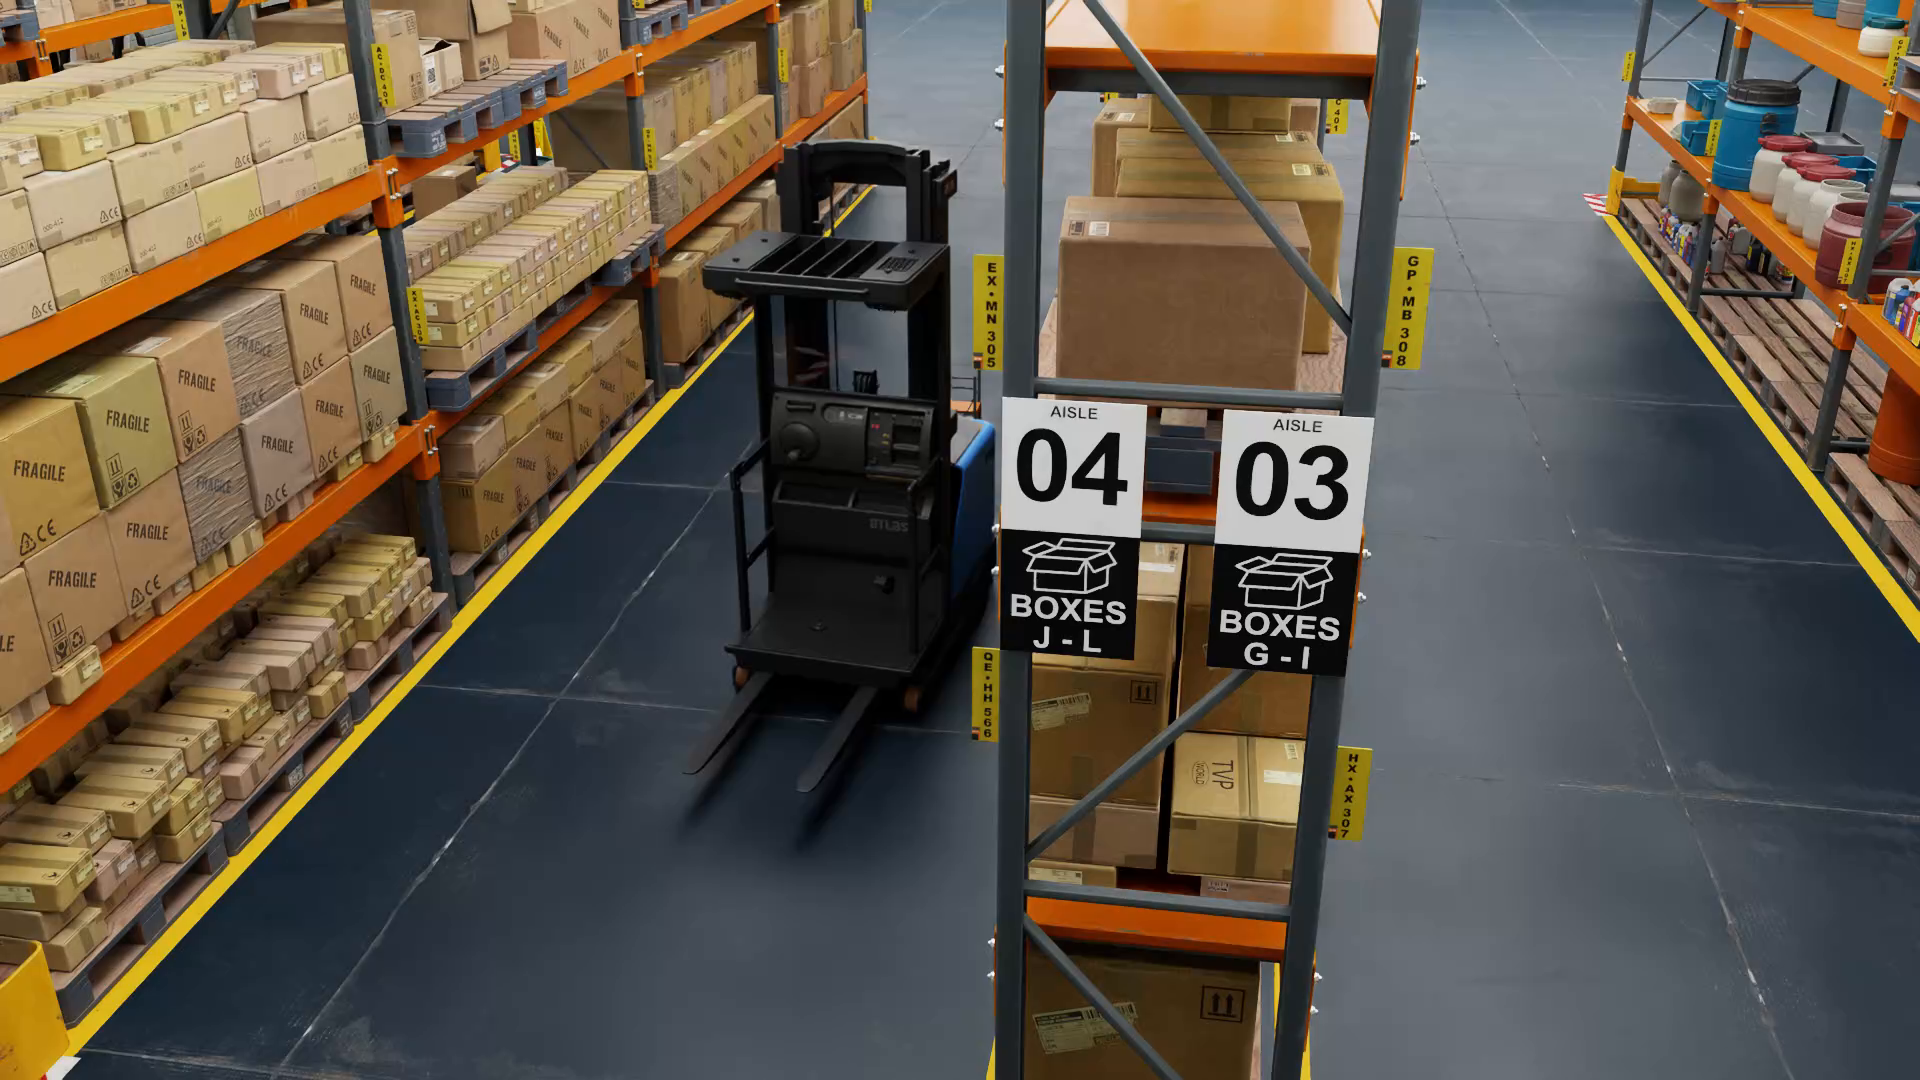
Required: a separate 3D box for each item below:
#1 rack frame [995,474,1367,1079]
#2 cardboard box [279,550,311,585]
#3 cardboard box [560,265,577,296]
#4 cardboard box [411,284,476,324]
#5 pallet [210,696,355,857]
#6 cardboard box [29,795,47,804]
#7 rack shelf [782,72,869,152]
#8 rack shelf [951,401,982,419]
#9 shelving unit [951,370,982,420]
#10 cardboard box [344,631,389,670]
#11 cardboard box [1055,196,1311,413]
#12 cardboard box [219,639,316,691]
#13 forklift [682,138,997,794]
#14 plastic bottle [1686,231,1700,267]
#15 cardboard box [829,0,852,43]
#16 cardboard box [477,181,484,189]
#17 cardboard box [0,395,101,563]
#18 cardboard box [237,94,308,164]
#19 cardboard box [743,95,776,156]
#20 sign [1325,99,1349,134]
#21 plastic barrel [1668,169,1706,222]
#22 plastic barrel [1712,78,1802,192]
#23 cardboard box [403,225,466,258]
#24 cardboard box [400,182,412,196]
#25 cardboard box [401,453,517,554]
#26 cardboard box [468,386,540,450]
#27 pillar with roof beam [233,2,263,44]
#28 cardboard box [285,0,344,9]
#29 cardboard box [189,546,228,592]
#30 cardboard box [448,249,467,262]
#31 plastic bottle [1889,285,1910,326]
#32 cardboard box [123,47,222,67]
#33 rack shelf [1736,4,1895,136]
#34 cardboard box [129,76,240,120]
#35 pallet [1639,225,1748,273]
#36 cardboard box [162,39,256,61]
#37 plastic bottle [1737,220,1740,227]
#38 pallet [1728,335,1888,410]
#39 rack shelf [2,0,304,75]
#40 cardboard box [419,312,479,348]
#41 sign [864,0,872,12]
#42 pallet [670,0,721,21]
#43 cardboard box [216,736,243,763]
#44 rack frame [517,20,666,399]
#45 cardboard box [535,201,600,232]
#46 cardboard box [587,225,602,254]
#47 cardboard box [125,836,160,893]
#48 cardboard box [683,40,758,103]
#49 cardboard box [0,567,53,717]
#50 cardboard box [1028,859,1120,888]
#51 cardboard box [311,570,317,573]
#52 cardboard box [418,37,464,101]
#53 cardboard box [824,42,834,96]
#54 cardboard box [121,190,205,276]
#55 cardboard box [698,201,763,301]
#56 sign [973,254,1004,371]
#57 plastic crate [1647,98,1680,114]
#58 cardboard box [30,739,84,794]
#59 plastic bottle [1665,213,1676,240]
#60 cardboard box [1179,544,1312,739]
[{"bbox_3d":[0.619,1.148,5.260,1.000,3.000,0.127,4,25,9],"label":"rack frame"},{"bbox_3d":[-3.968,0.161,9.533,0.380,0.149,0.250,5,26,11],"label":"cardboard box"},{"bbox_3d":[-2.834,-1.772,11.299,0.380,0.149,0.250,3,25,6],"label":"cardboard box"},{"bbox_3d":[-3.086,-1.390,9.780,0.380,0.149,0.250,5,26,11],"label":"cardboard box"},{"bbox_3d":[-3.876,1.147,8.551,1.003,0.211,1.213,4,25,9],"label":"pallet"},{"bbox_3d":[-4.370,1.270,7.515,0.380,0.149,0.250,3,25,6],"label":"cardboard box"},{"bbox_3d":[-1.970,-4.768,18.746,1.077,0.370,4.000,4,25,9],"label":"rack shelf"},{"bbox_3d":[0.002,-0.835,10.875,0.258,0.103,0.180,4,25,9],"label":"rack shelf"},{"bbox_3d":[0.002,-0.549,11.009,0.258,1.200,0.189,4,25,9],"label":"shelving unit"},{"bbox_3d":[-3.437,0.595,9.307,0.380,0.149,0.250,3,25,7],"label":"cardboard box"},{"bbox_3d":[0.651,-0.713,4.965,0.700,0.500,0.500,3,25,5],"label":"cardboard box"},{"bbox_3d":[-3.546,0.638,8.515,0.380,0.149,0.250,3,25,7],"label":"cardboard box"},{"bbox_3d":[-0.654,-0.551,8.970,1.130,2.935,3.031,7,26,14],"label":"forklift"},{"bbox_3d":[7.319,-2.897,16.507,0.144,0.351,0.185,3,25,6],"label":"plastic bottle"},{"bbox_3d":[-1.741,-6.098,19.289,0.875,0.550,0.550,4,25,9],"label":"cardboard box"},{"bbox_3d":[-5.679,-3.781,18.734,0.500,0.500,0.500,-20,32,-36],"label":"cardboard box"},{"bbox_3d":[-3.846,-0.252,6.602,0.500,0.500,0.500,5,26,10],"label":"cardboard box"},{"bbox_3d":[-3.525,-2.001,8.035,0.500,0.250,0.500,3,25,6],"label":"cardboard box"},{"bbox_3d":[-2.118,-4.066,16.279,0.500,0.500,0.500,4,25,8],"label":"cardboard box"},{"bbox_3d":[1.820,-2.116,7.991,0.100,0.325,0.005,4,25,9],"label":"sign"},{"bbox_3d":[8.006,-3.774,18.214,0.421,0.512,0.421,0,25,0],"label":"plastic barrel"},{"bbox_3d":[7.104,-3.614,14.842,0.600,0.901,0.708,4,25,9],"label":"plastic barrel"},{"bbox_3d":[-3.517,-1.984,11.049,0.380,0.149,0.250,3,25,6],"label":"cardboard box"},{"bbox_3d":[-6.674,-4.177,19.383,0.500,0.250,0.500,4,25,8],"label":"cardboard box"},{"bbox_3d":[-3.222,-0.260,10.720,0.500,0.500,0.500,5,26,11],"label":"cardboard box"},{"bbox_3d":[-3.138,-0.823,11.038,0.500,0.250,0.500,5,25,10],"label":"cardboard box"},{"bbox_3d":[-7.216,-11.273,24.718,9.100,9.000,0.400,4,25,9],"label":"pillar with roof beam"},{"bbox_3d":[-6.806,-5.572,17.967,0.700,0.500,0.500,4,25,9],"label":"cardboard box"},{"bbox_3d":[-3.677,0.107,7.780,0.380,0.149,0.250,5,26,10],"label":"cardboard box"},{"bbox_3d":[-3.522,-1.854,11.123,0.380,0.149,0.250,4,25,9],"label":"cardboard box"},{"bbox_3d":[6.377,-1.592,11.264,0.097,0.271,0.097,0,25,0],"label":"plastic bottle"},{"bbox_3d":[-3.968,-2.392,8.401,0.380,0.149,0.250,3,25,6],"label":"cardboard box"},{"bbox_3d":[7.140,-3.724,12.979,1.077,0.370,4.000,4,25,9],"label":"rack shelf"},{"bbox_3d":[-3.548,-2.022,7.611,0.380,0.149,0.250,3,25,6],"label":"cardboard box"},{"bbox_3d":[7.814,-3.055,17.527,1.003,0.211,1.213,4,25,9],"label":"pallet"},{"bbox_3d":[-3.891,-2.504,8.640,0.380,0.149,0.250,4,25,8],"label":"cardboard box"},{"bbox_3d":[8.184,-3.265,17.380,0.152,0.276,0.135,4,25,9],"label":"plastic bottle"},{"bbox_3d":[7.179,-1.422,14.039,1.003,0.211,1.213,4,25,9],"label":"pallet"},{"bbox_3d":[-7.523,-4.754,15.178,1.077,0.370,4.000,4,25,9],"label":"rack shelf"},{"bbox_3d":[-3.086,-1.255,9.843,0.380,0.149,0.250,4,25,9],"label":"cardboard box"},{"bbox_3d":[-1.110,-6.518,19.992,0.100,0.325,0.005,4,25,9],"label":"sign"},{"bbox_3d":[-2.718,-4.598,14.219,1.003,0.211,1.213,5,26,11],"label":"pallet"},{"bbox_3d":[-3.764,0.974,8.148,0.380,0.149,0.250,5,26,11],"label":"cardboard box"},{"bbox_3d":[-2.950,-2.584,13.232,1.000,3.000,0.127,4,25,9],"label":"rack frame"},{"bbox_3d":[-2.749,-2.266,11.653,0.380,0.149,0.250,4,25,9],"label":"cardboard box"},{"bbox_3d":[-2.749,-2.127,11.705,0.380,0.149,0.250,4,25,8],"label":"cardboard box"},{"bbox_3d":[-3.861,1.446,7.489,0.380,0.149,0.250,4,25,9],"label":"cardboard box"},{"bbox_3d":[-2.372,-4.547,16.129,0.700,0.500,0.500,4,25,8],"label":"cardboard box"},{"bbox_3d":[-3.912,0.413,6.360,0.500,0.500,0.500,5,26,11],"label":"cardboard box"},{"bbox_3d":[0.352,1.090,5.680,0.380,0.149,0.250,5,25,10],"label":"cardboard box"},{"bbox_3d":[-3.979,0.185,9.834,0.380,0.149,0.250,5,26,11],"label":"cardboard box"},{"bbox_3d":[-3.253,-2.773,9.708,0.500,0.311,0.500,4,25,8],"label":"cardboard box"},{"bbox_3d":[-1.943,-5.383,19.034,0.875,0.550,0.550,4,25,9],"label":"cardboard box"},{"bbox_3d":[-3.675,-1.350,7.235,0.500,0.250,0.500,4,25,8],"label":"cardboard box"},{"bbox_3d":[-2.471,-2.759,15.765,1.050,0.750,0.750,4,25,9],"label":"cardboard box"},{"bbox_3d":[0.086,-0.619,4.546,0.100,0.325,0.005,4,25,9],"label":"sign"},{"bbox_3d":[7.657,-4.730,18.127,0.298,0.136,0.250,4,25,9],"label":"plastic crate"},{"bbox_3d":[-4.302,1.032,7.672,0.380,0.149,0.250,3,25,6],"label":"cardboard box"},{"bbox_3d":[7.460,-3.284,17.428,0.097,0.271,0.097,0,25,0],"label":"plastic bottle"},{"bbox_3d":[1.045,0.350,5.905,0.500,0.500,0.500,3,25,7],"label":"cardboard box"}]
